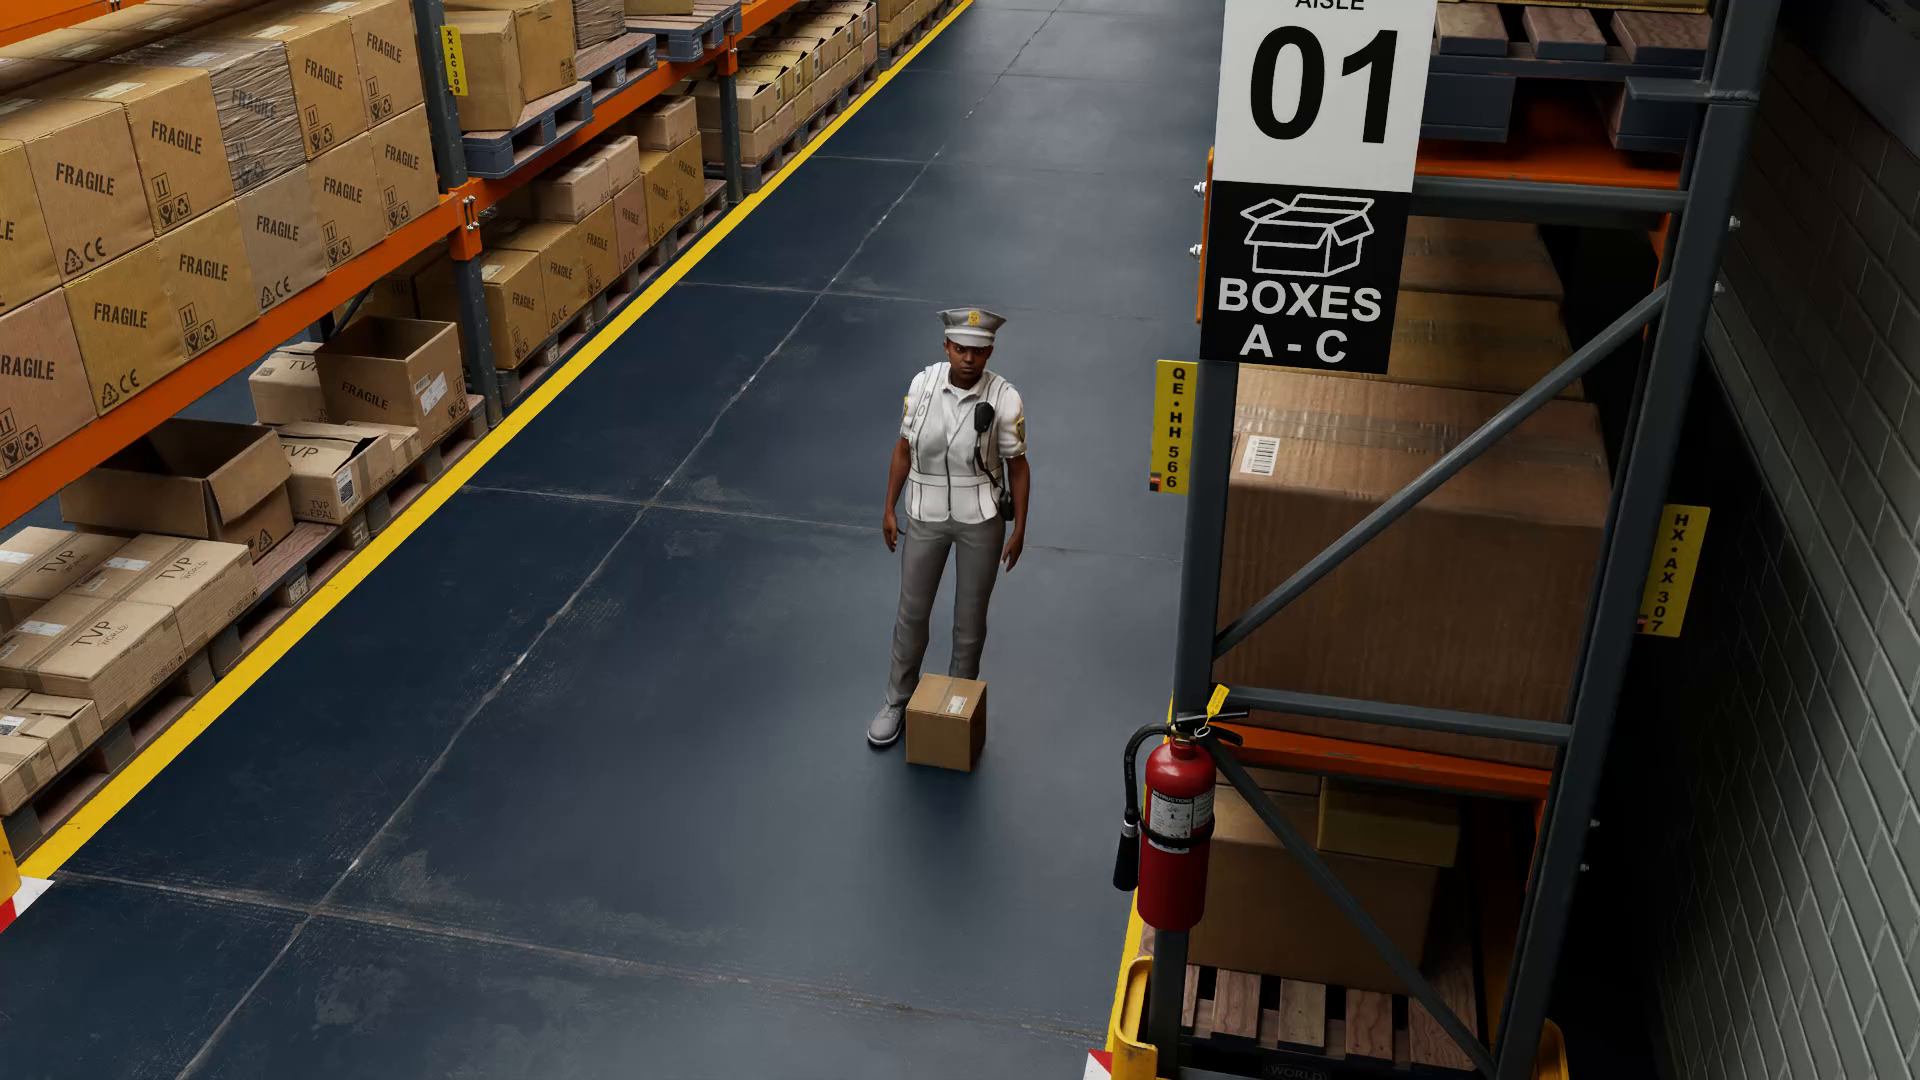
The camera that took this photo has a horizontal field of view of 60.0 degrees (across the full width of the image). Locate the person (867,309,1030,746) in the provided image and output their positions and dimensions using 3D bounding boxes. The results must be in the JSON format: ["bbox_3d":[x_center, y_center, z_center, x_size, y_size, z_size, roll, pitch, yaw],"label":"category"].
[{"bbox_3d":[-0.041,-0.046,6.156,0.569,1.695,0.530,6,29,10],"label":"person"}]
